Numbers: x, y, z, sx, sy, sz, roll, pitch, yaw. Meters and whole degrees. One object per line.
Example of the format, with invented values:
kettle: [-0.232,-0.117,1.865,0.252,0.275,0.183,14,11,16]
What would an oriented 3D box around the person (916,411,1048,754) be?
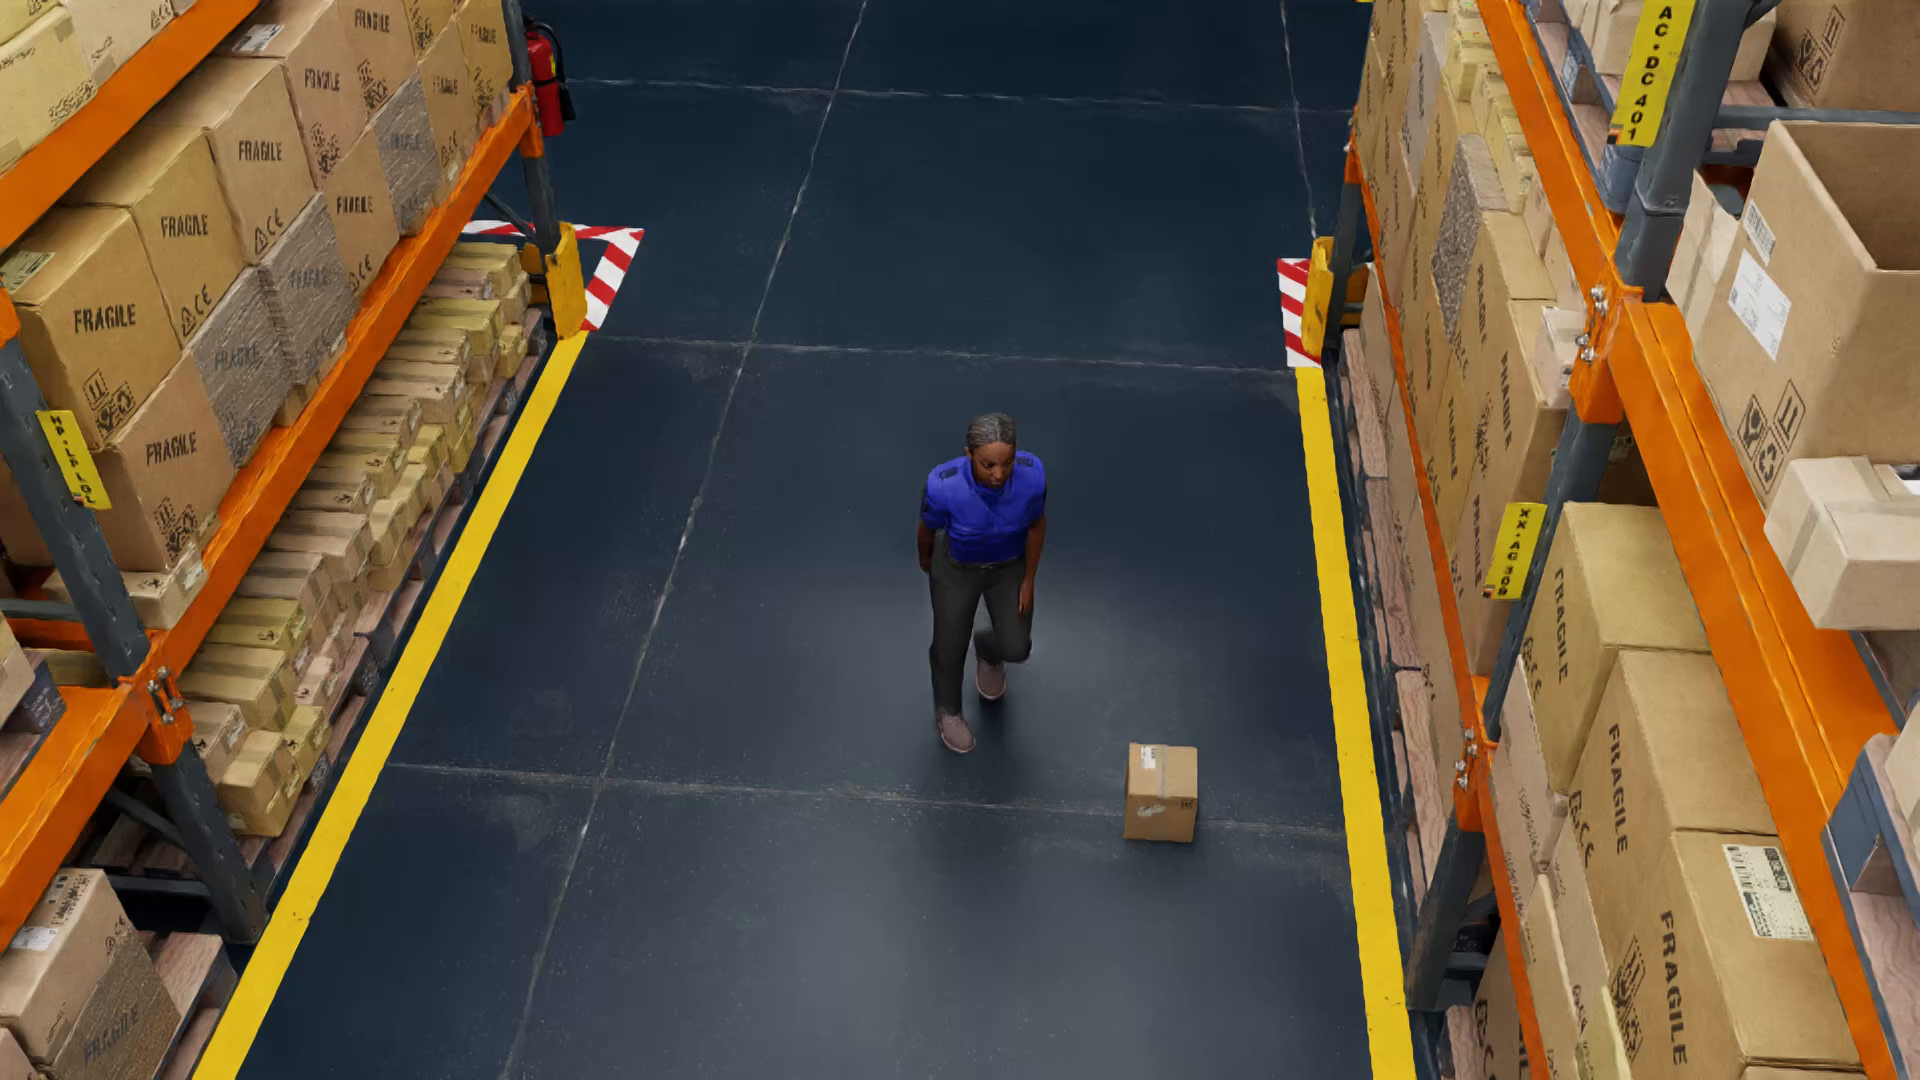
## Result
person: [0.066,0.099,6.063,0.448,1.635,0.615,-10,41,-11]
